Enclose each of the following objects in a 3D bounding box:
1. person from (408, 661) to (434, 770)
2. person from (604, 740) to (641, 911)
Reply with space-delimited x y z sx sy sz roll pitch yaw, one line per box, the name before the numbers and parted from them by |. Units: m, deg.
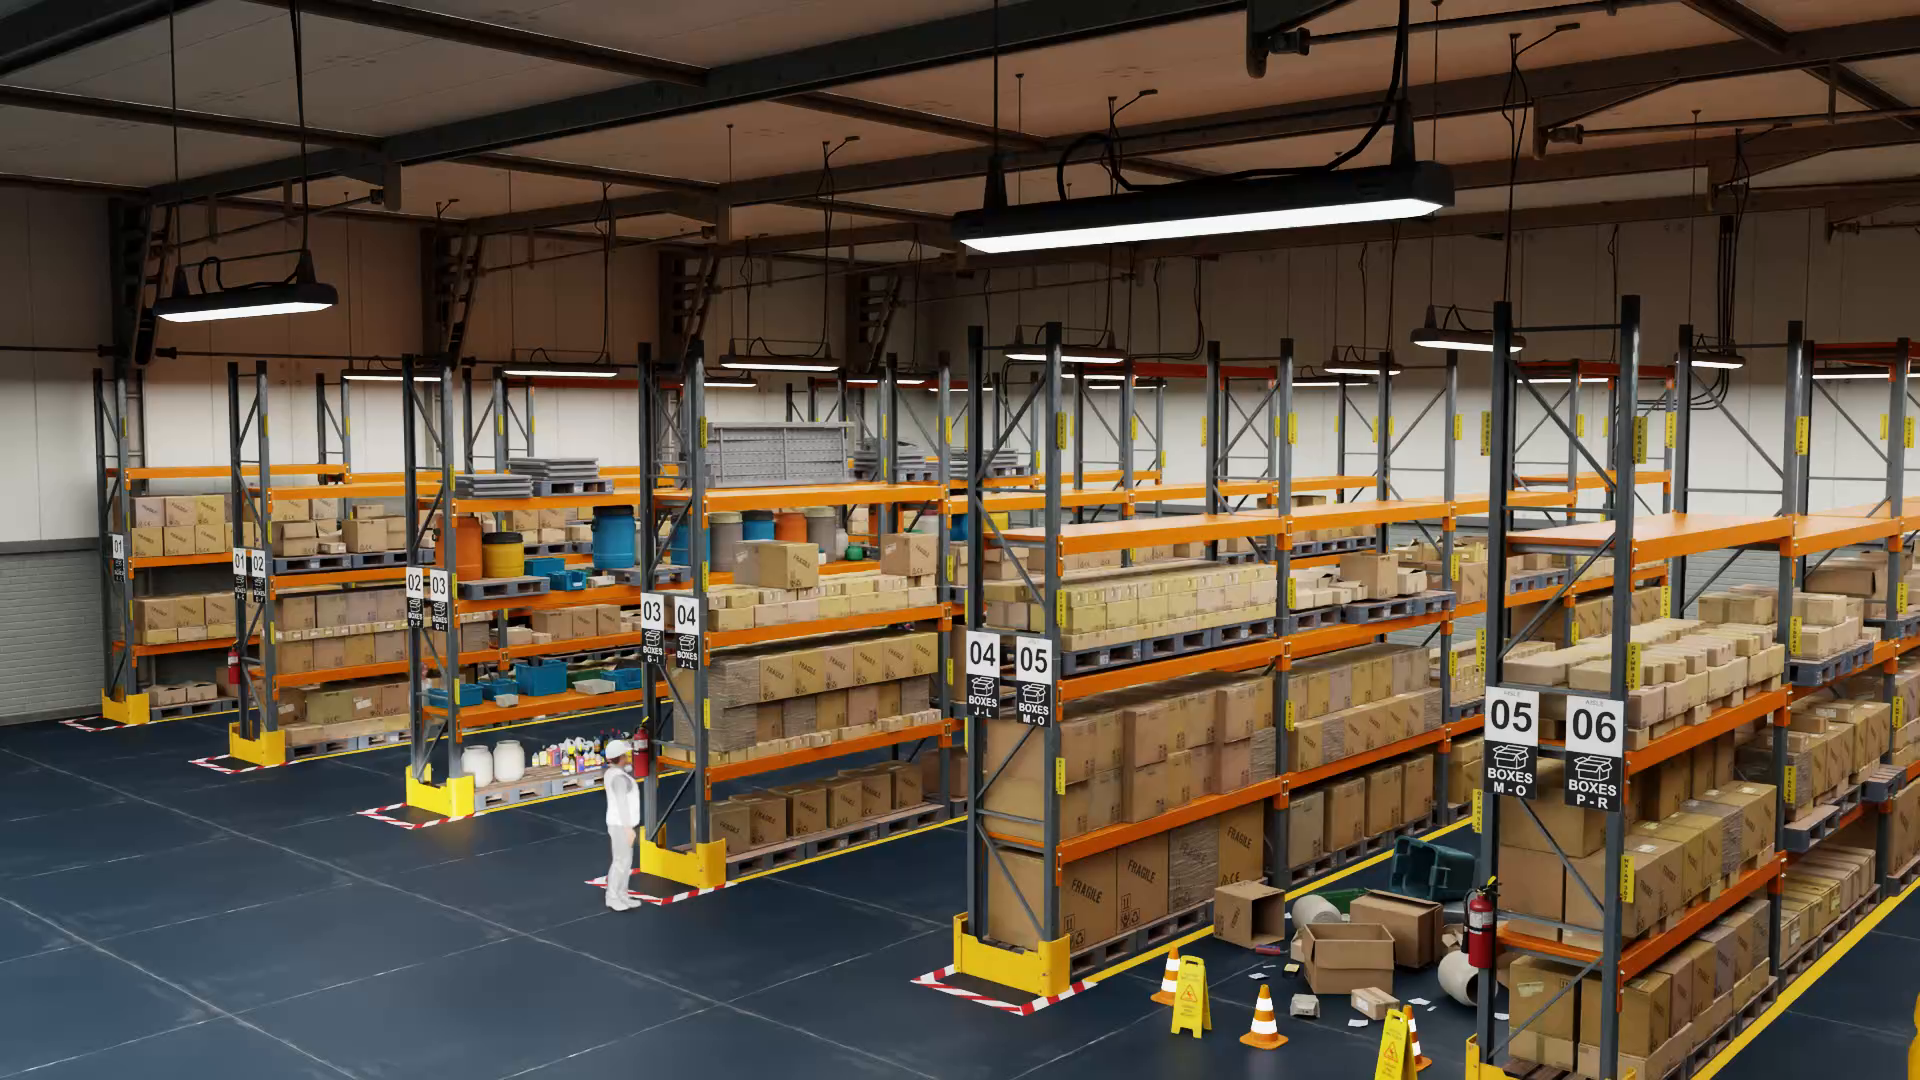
person | -7.879 2.574 24.321 0.348 1.611 0.517 2 5 27
person | -3.548 2.994 17.491 0.384 1.785 0.616 0 4 -7
